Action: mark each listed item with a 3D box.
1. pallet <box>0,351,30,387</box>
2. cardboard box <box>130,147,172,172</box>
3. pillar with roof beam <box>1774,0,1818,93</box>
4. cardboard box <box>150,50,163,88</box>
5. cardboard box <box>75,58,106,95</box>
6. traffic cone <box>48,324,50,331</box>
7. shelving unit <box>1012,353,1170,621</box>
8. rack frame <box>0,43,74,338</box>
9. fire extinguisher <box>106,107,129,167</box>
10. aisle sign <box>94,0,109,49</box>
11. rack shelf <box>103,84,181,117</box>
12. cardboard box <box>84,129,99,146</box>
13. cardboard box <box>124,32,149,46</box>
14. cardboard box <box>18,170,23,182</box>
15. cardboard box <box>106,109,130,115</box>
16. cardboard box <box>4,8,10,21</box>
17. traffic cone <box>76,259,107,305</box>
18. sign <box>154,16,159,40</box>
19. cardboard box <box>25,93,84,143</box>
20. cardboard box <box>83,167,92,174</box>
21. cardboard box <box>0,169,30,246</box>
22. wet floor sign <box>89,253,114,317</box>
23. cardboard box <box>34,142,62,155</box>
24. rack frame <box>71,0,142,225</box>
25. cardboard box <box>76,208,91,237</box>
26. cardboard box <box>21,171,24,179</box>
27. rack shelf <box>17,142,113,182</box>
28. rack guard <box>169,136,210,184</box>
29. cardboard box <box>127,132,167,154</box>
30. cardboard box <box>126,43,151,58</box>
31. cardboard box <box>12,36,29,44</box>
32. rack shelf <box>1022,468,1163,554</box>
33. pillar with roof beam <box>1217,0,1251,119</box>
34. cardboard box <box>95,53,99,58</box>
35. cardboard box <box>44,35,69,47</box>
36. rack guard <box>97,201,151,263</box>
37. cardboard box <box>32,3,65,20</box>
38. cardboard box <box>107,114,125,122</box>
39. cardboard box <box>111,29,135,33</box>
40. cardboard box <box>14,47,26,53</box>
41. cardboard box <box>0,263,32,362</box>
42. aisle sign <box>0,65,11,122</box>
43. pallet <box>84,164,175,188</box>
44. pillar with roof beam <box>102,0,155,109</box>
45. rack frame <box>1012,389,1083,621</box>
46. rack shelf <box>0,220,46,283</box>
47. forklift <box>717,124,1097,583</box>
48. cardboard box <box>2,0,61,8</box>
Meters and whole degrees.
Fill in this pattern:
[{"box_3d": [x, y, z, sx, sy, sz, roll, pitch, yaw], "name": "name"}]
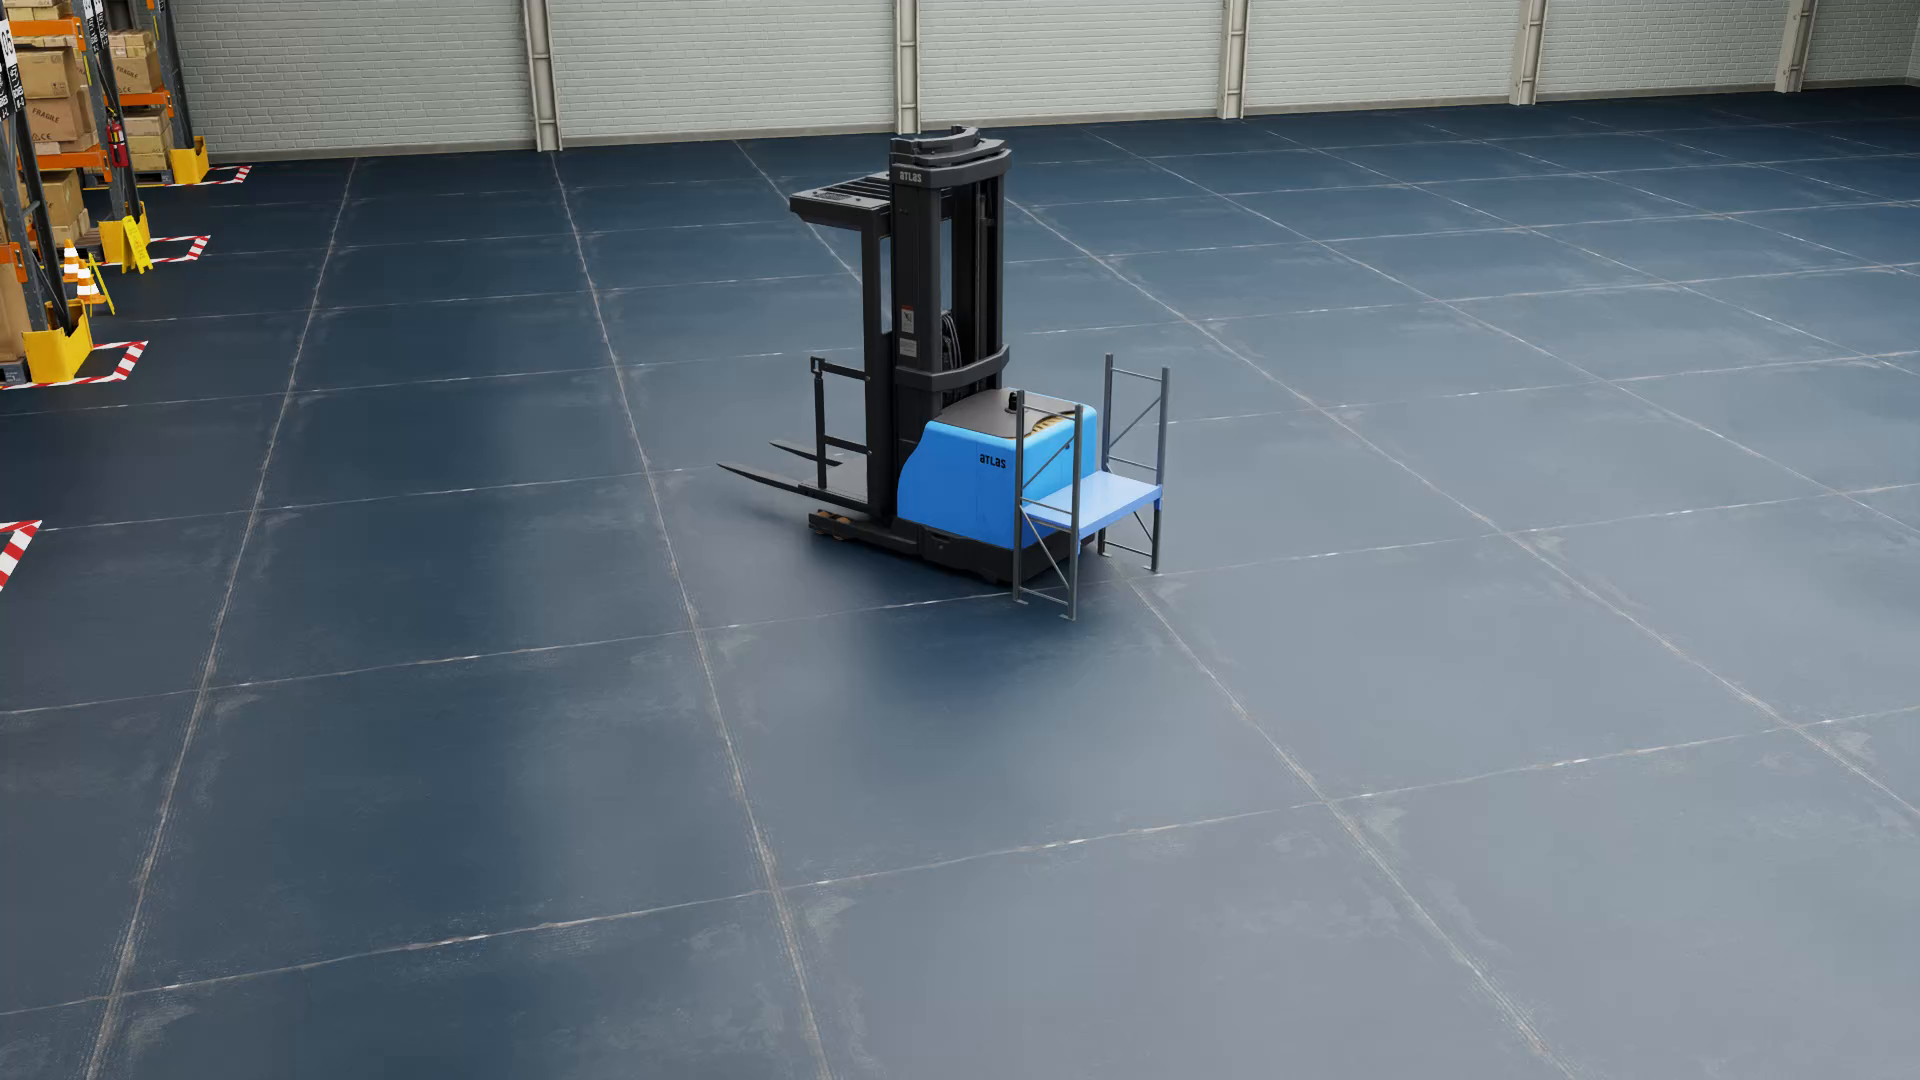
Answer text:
[{"box_3d": [-9.513, -1.684, 15.907, 1.213, 0.211, 1.003, -6, 24, -14], "name": "pallet"}, {"box_3d": [-11.910, -5.593, 24.434, 0.500, 0.250, 0.500, -6, 24, -14], "name": "cardboard box"}, {"box_3d": [17.591, -11.419, 27.451, 0.400, 9.000, 9.100, -6, 24, -14], "name": "pillar with roof beam"}, {"box_3d": [-12.095, -6.932, 24.474, 0.500, 0.500, 0.500, -6, 24, -13], "name": "cardboard box"}, {"box_3d": [-12.448, -6.675, 23.876, 0.500, 0.500, 0.500, -6, 24, -13], "name": "cardboard box"}, {"box_3d": [-9.659, -2.397, 17.250, 0.334, 0.463, 0.336, -6, 24, -14], "name": "traffic cone"}, {"box_3d": [0.883, -0.373, 11.214, 0.538, 1.500, 1.048, 18, 29, 35], "name": "shelving unit"}, {"box_3d": [-8.764, -3.081, 15.625, 0.127, 3.000, 1.000, -6, 24, -14], "name": "rack frame"}, {"box_3d": [-9.964, -4.751, 19.616, 0.183, 0.674, 0.296, -6, 24, -14], "name": "fire extinguisher"}, {"box_3d": [-10.223, -6.268, 19.757, 0.004, 0.787, 0.394, -6, 24, -14], "name": "aisle sign"}, {"box_3d": [-13.469, -6.290, 24.016, 4.000, 0.370, 1.077, -6, 24, -14], "name": "rack shelf"}, {"box_3d": [-10.582, -4.876, 20.128, 0.250, 0.149, 0.380, -6, 24, -14], "name": "cardboard box"}, {"box_3d": [-11.831, -7.196, 23.889, 0.250, 0.149, 0.380, -6, 24, -14], "name": "cardboard box"}, {"box_3d": [-11.235, -4.272, 19.584, 0.250, 0.149, 0.380, -6, 24, -13], "name": "cardboard box"}, {"box_3d": [-12.537, -6.188, 24.554, 0.500, 0.250, 0.500, -6, 24, -14], "name": "cardboard box"}, {"box_3d": [-10.963, -6.014, 18.975, 0.250, 0.149, 0.380, -6, 24, -13], "name": "cardboard box"}, {"box_3d": [-9.637, -2.863, 18.334, 0.334, 0.463, 0.336, -6, 24, -14], "name": "traffic cone"}, {"box_3d": [-11.410, -7.267, 23.613, 0.005, 0.325, 0.100, -6, 24, -14], "name": "sign"}, {"box_3d": [-10.647, -4.969, 19.523, 0.500, 0.500, 0.500, -7, 24, -15], "name": "cardboard box"}, {"box_3d": [-12.876, -5.493, 24.203, 0.500, 0.250, 0.500, -6, 24, -14], "name": "cardboard box"}, {"box_3d": [-9.110, -3.093, 15.464, 0.550, 0.550, 0.875, -6, 24, -14], "name": "cardboard box"}, {"box_3d": [-9.271, -2.753, 17.849, 0.232, 0.644, 0.267, -11, 25, -23], "name": "wet floor sign"}, {"box_3d": [-10.715, -4.643, 19.586, 0.250, 0.149, 0.380, -7, 24, -15], "name": "cardboard box"}, {"box_3d": [-10.199, -4.949, 19.980, 0.127, 3.000, 1.000, -6, 24, -14], "name": "rack frame"}, {"box_3d": [-11.050, -3.898, 20.484, 0.500, 0.250, 0.500, -7, 24, -15], "name": "cardboard box"}, {"box_3d": [-11.575, -4.182, 20.196, 0.500, 0.500, 0.500, -7, 24, -16], "name": "cardboard box"}, {"box_3d": [-12.125, -4.405, 19.625, 4.000, 0.370, 1.077, -6, 24, -14], "name": "rack shelf"}, {"box_3d": [-11.520, -5.687, 24.870, 0.348, 0.500, 1.175, -6, 24, -14], "name": "rack guard"}, {"box_3d": [-11.928, -5.822, 24.334, 0.500, 0.250, 0.500, -7, 24, -15], "name": "cardboard box"}, {"box_3d": [-11.801, -7.034, 23.889, 0.250, 0.149, 0.380, -6, 24, -14], "name": "cardboard box"}, {"box_3d": [-13.307, -7.030, 23.503, 0.250, 0.149, 0.380, -6, 24, -14], "name": "cardboard box"}, {"box_3d": [0.882, -0.208, 11.285, 0.538, 0.185, 1.000, 18, 29, 35], "name": "rack shelf"}, {"box_3d": [6.037, -10.141, 24.472, 0.400, 9.000, 9.100, -6, 24, -14], "name": "pillar with roof beam"}, {"box_3d": [-12.306, -6.991, 23.790, 0.250, 0.149, 0.380, -6, 24, -13], "name": "cardboard box"}, {"box_3d": [-12.786, -7.051, 23.553, 0.250, 0.149, 0.380, -6, 24, -13], "name": "cardboard box"}, {"box_3d": [-10.272, -3.792, 20.454, 0.348, 0.500, 1.175, -6, 24, -14], "name": "rack guard"}, {"box_3d": [-10.467, -6.068, 19.102, 0.250, 0.149, 0.380, -6, 24, -14], "name": "cardboard box"}, {"box_3d": [-12.392, -5.998, 24.111, 0.500, 0.250, 0.500, -6, 24, -13], "name": "cardboard box"}, {"box_3d": [-12.197, -7.355, 24.260, 0.250, 0.149, 0.380, -5, 24, -13], "name": "cardboard box"}, {"box_3d": [-11.121, -5.403, 19.266, 0.500, 0.500, 0.700, -6, 24, -14], "name": "cardboard box"}, {"box_3d": [-9.400, -2.200, 15.735, 0.875, 0.875, 0.875, -6, 24, -14], "name": "cardboard box"}, {"box_3d": [-8.615, -4.169, 14.865, 0.004, 0.787, 0.394, -6, 24, -14], "name": "aisle sign"}, {"box_3d": [-12.268, -5.454, 24.694, 1.213, 0.211, 1.003, -6, 24, -14], "name": "pallet"}, {"box_3d": [-11.294, -8.224, 20.004, 0.400, 9.000, 9.100, -6, 24, -14], "name": "pillar with roof beam"}, {"box_3d": [0.565, -0.217, 10.849, 0.500, 1.500, 0.032, 18, 29, 35], "name": "rack frame"}, {"box_3d": [-10.690, -2.537, 15.271, 4.000, 0.370, 1.077, -6, 24, -14], "name": "rack shelf"}, {"box_3d": [-0.504, -1.495, 12.016, 3.031, 2.935, 1.130, 16, 28, 33], "name": "forklift"}, {"box_3d": [-10.619, -6.239, 18.994, 0.500, 0.250, 0.500, -7, 24, -15], "name": "cardboard box"}]
